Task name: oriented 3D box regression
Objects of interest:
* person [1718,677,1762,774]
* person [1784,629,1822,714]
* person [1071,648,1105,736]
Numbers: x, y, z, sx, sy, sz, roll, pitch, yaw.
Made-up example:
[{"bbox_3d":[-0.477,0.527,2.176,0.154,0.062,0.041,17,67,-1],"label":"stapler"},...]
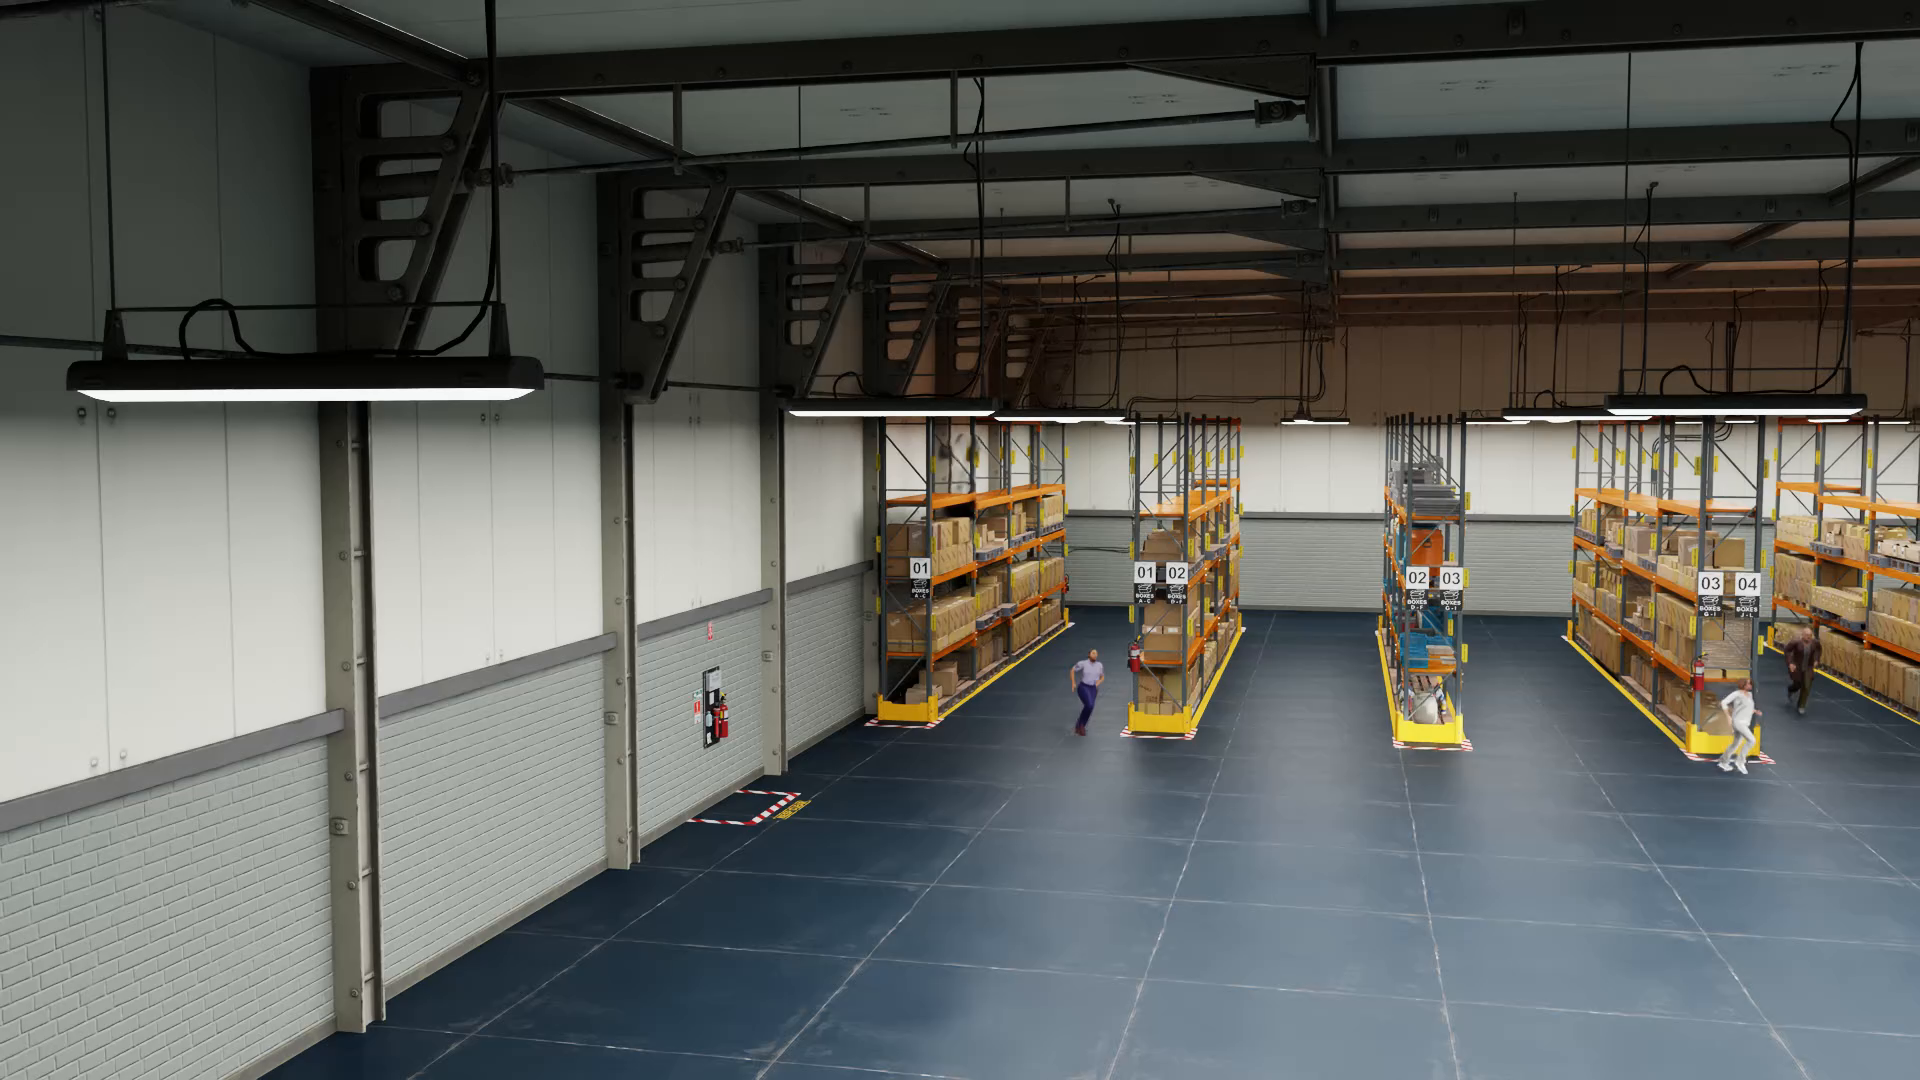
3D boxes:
[{"bbox_3d":[12.947,3.053,27.558,0.526,1.571,0.657,-3,5,-38],"label":"person"},{"bbox_3d":[17.015,2.614,33.665,0.720,1.734,0.953,0,4,6],"label":"person"},{"bbox_3d":[2.422,2.813,30.954,0.601,1.587,0.650,-2,4,-23],"label":"person"}]
